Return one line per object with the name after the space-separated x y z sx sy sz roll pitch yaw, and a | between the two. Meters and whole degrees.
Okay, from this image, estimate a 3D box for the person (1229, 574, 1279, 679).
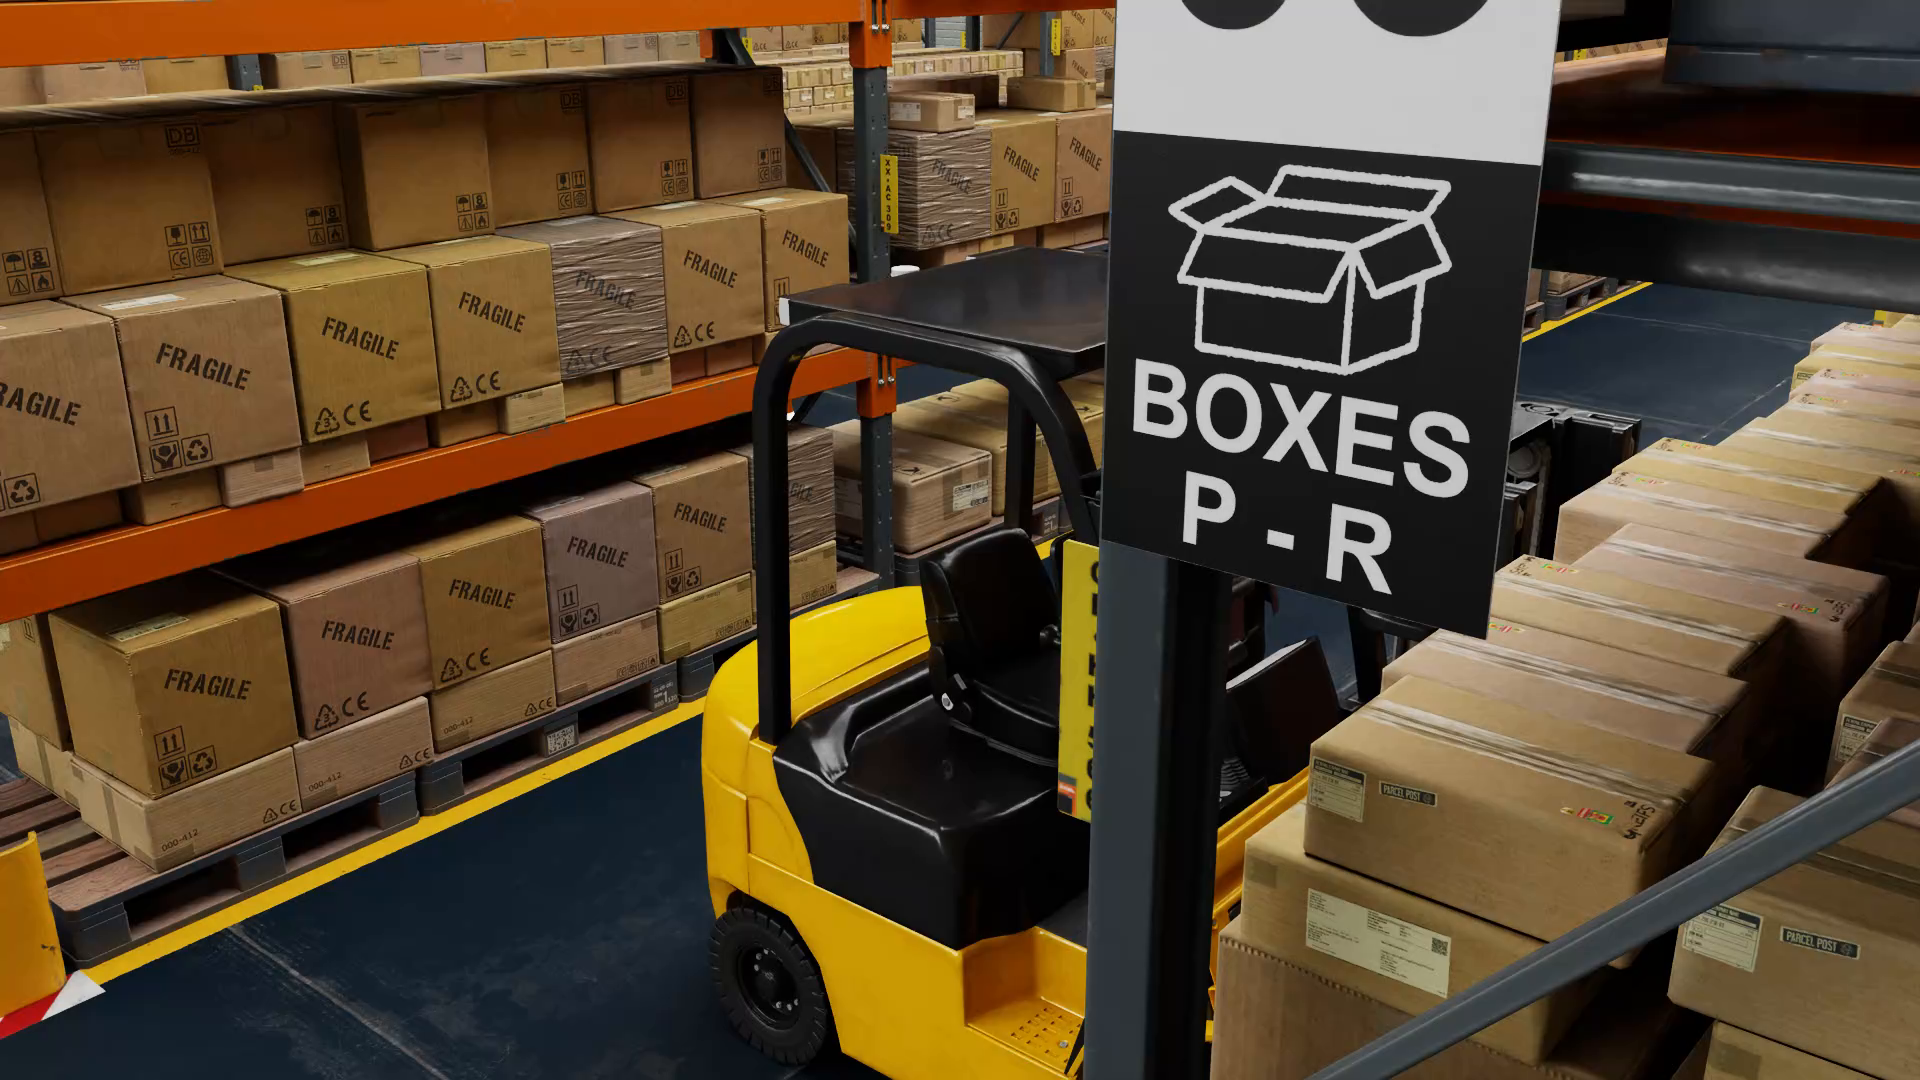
0.937 0.080 5.874 0.417 1.774 0.656 15 24 35 | person
